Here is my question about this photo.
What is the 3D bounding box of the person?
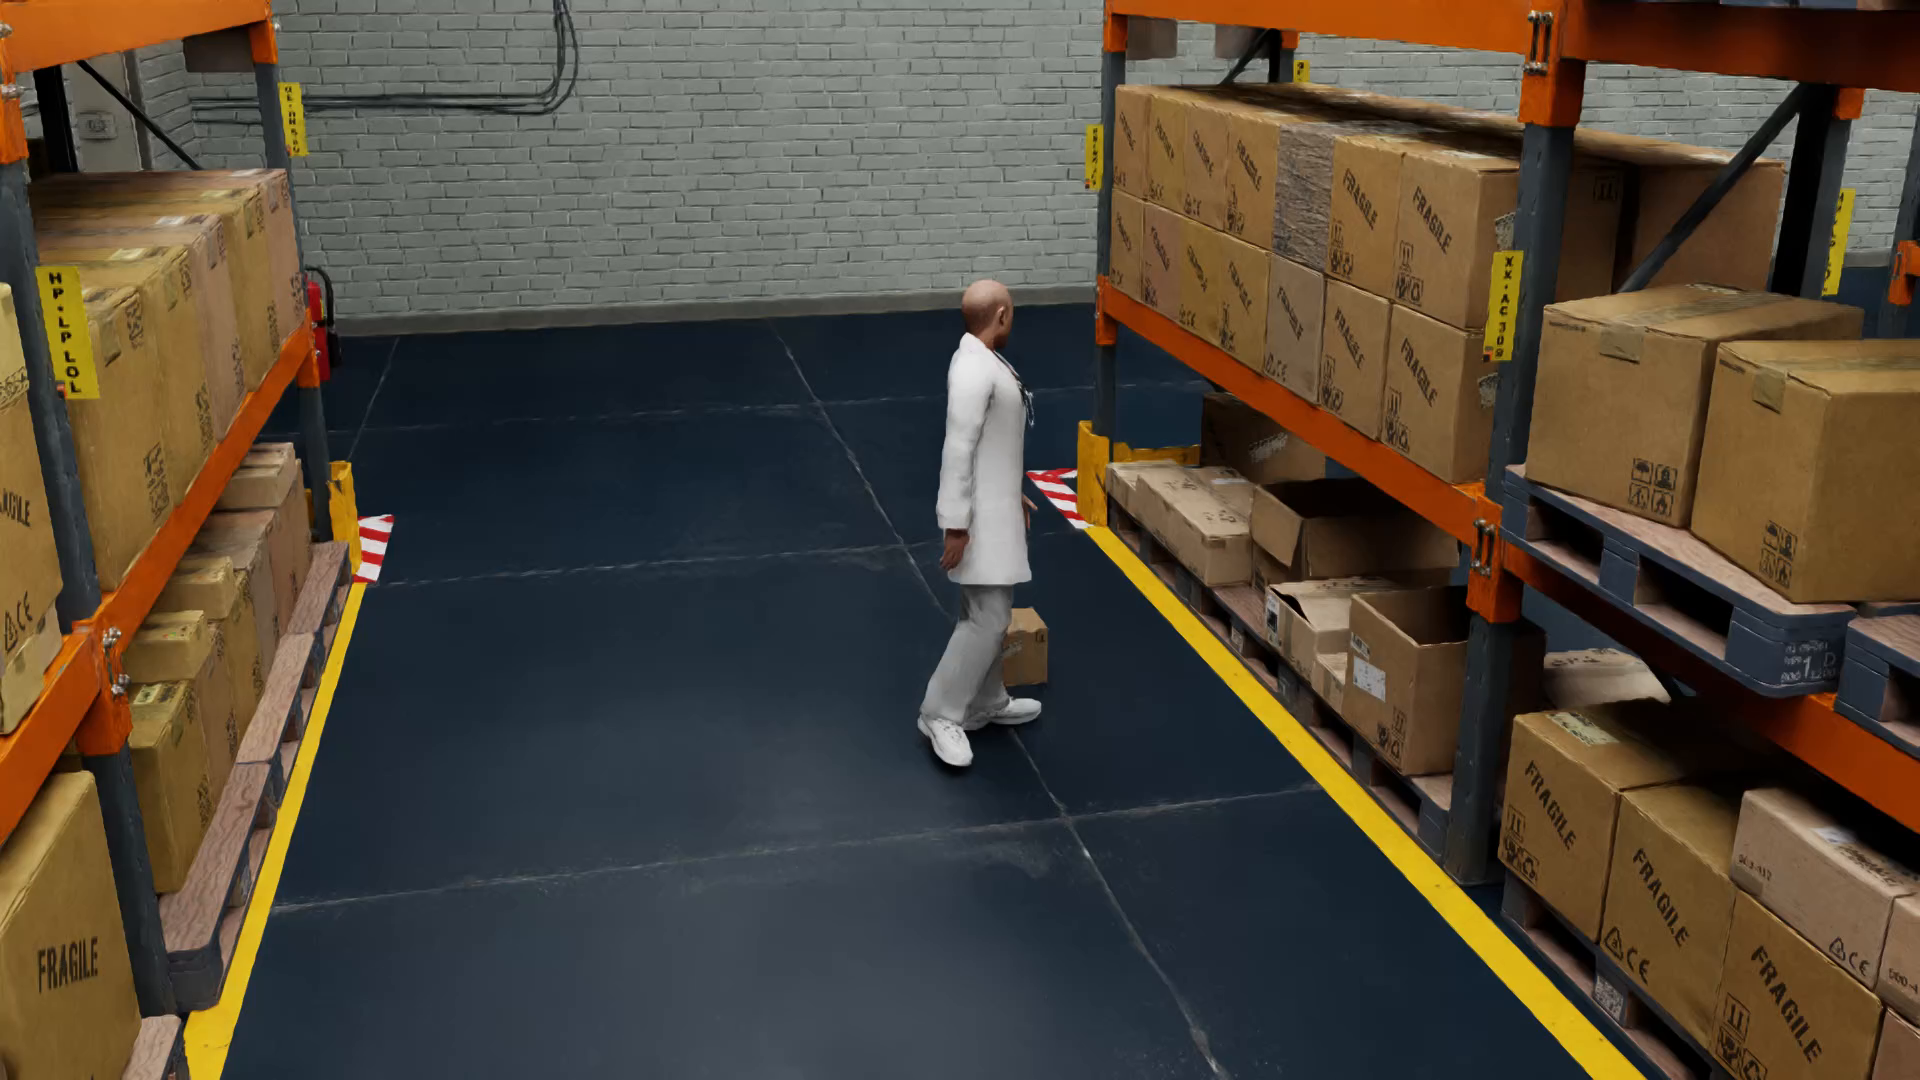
[{"bbox_3d":[0.087,-0.074,6.265,0.501,1.777,0.706,-1,19,-3],"label":"person"}]
